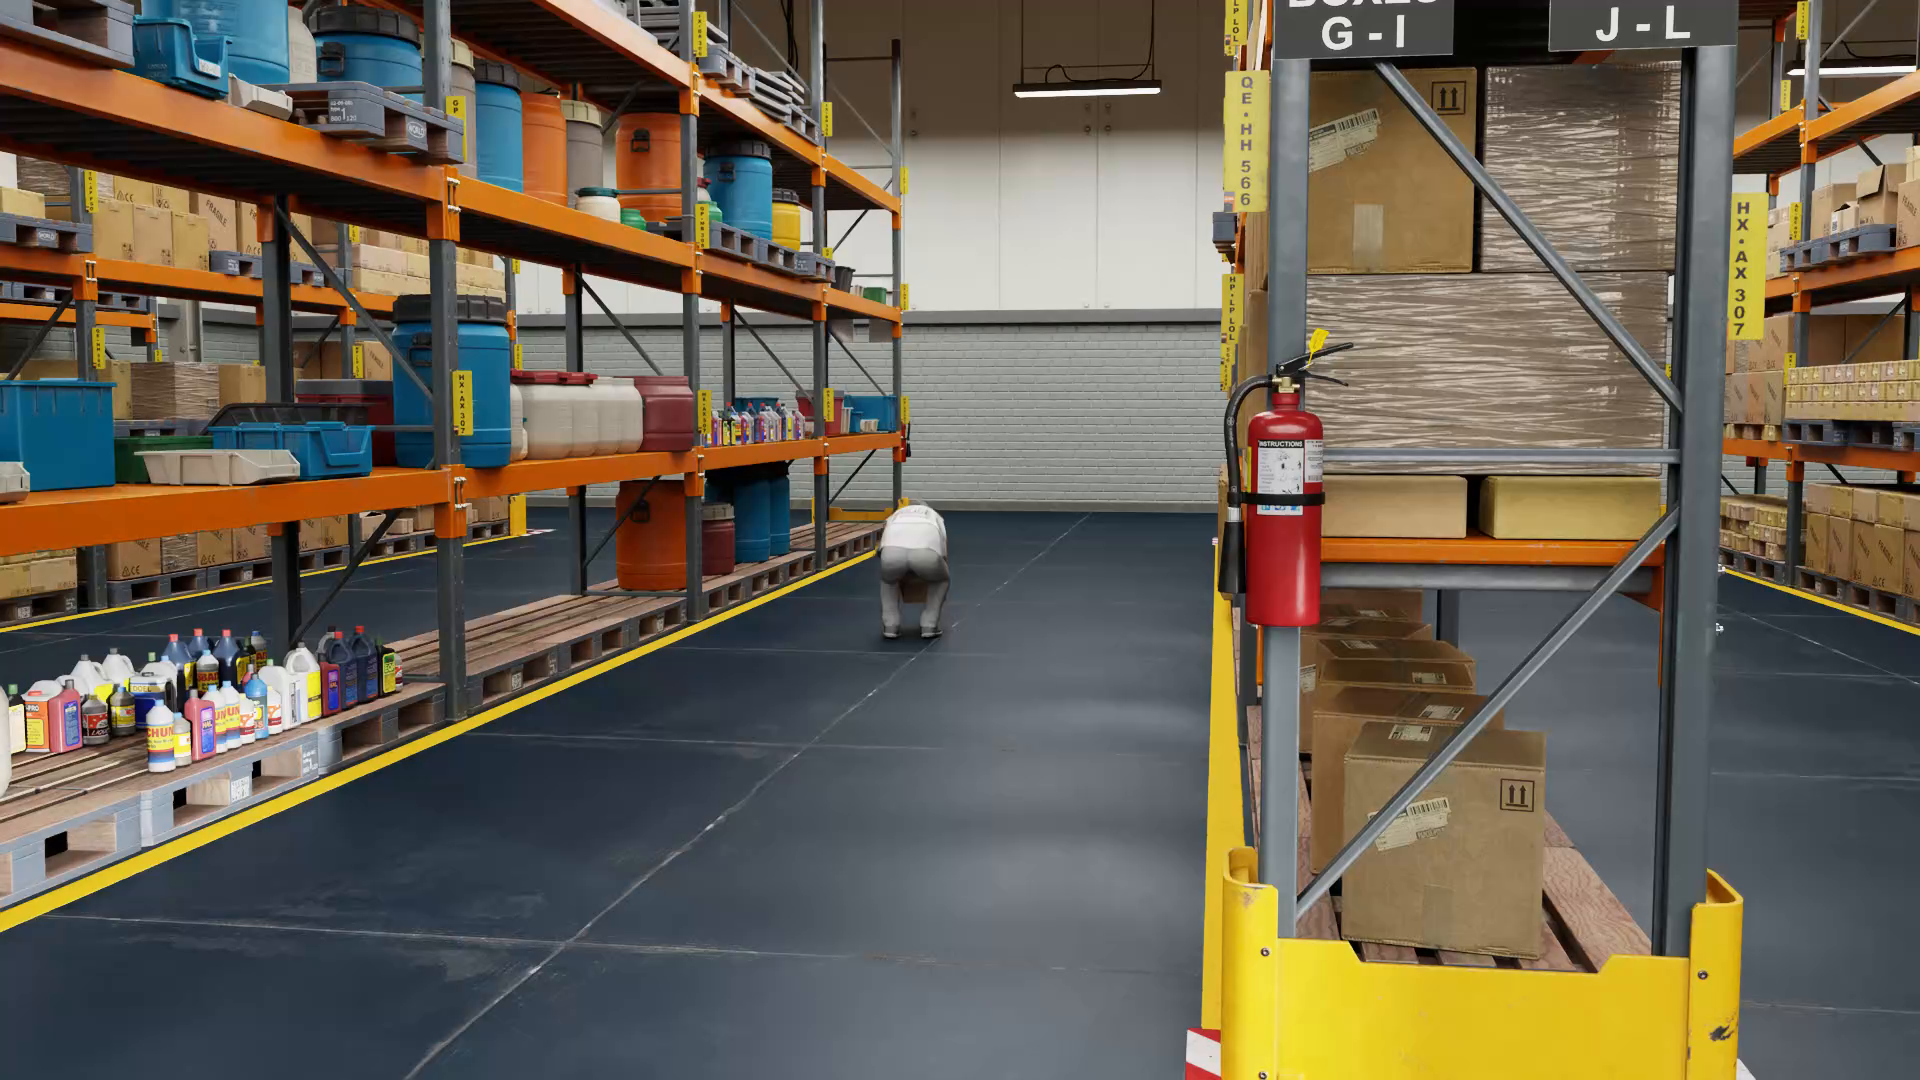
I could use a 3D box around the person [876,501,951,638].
[{"bbox_3d":[-0.328,0.210,11.833,0.514,0.942,0.921,1,5,6],"label":"person"}]
